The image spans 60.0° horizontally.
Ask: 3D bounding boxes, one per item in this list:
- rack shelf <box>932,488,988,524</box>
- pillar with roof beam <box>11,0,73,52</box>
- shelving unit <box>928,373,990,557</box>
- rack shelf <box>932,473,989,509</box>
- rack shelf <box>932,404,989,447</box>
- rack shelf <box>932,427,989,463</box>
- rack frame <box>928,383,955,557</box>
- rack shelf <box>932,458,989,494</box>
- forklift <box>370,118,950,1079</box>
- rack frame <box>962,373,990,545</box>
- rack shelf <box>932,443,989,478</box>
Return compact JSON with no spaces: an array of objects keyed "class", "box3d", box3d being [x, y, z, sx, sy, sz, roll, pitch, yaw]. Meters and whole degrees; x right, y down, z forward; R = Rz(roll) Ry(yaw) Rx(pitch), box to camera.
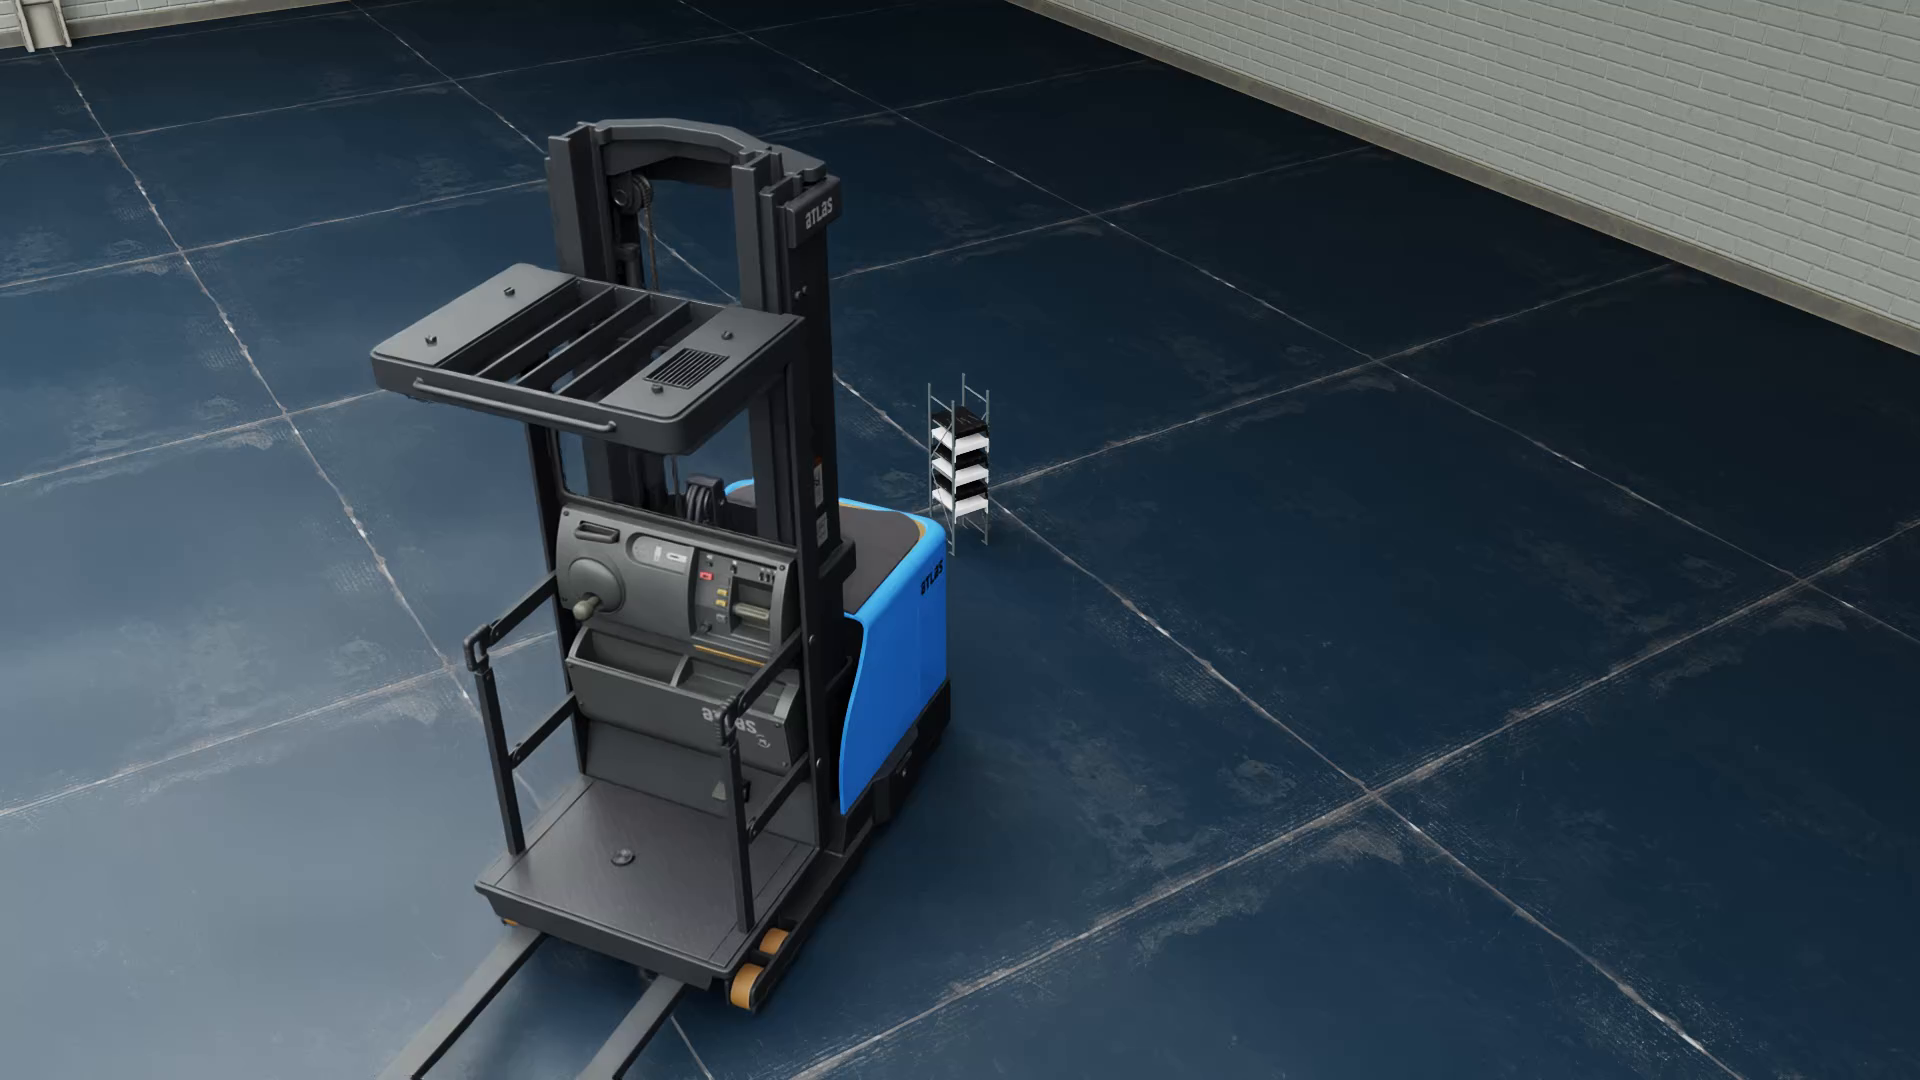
[{"class":"rack shelf","box3d":[-0.007,-0.198,8.620,0.200,0.077,0.258,-19,37,-27]},{"class":"pillar with roof beam","box3d":[-6.745,-6.801,11.097,0.400,9.000,9.100,-19,37,-27]},{"class":"shelving unit","box3d":[-0.007,-0.378,8.506,0.210,0.900,0.258,-19,37,-27]},{"class":"rack shelf","box3d":[-0.007,-0.274,8.572,0.200,0.077,0.258,-19,37,-27]},{"class":"rack shelf","box3d":[-0.007,-0.578,8.380,0.200,0.077,0.258,-19,37,-27]},{"class":"rack shelf","box3d":[-0.007,-0.502,8.428,0.200,0.077,0.258,-19,37,-27]},{"class":"rack frame","box3d":[-0.092,-0.349,8.460,0.006,0.900,0.240,-19,37,-27]},{"class":"rack shelf","box3d":[-0.007,-0.350,8.524,0.200,0.077,0.258,-19,37,-27]},{"class":"forklift","box3d":[-1.101,0.205,5.679,1.130,2.935,3.031,13,35,20]},{"class":"rack frame","box3d":[0.079,-0.408,8.553,0.006,0.900,0.240,-19,37,-27]},{"class":"rack shelf","box3d":[-0.007,-0.426,8.476,0.200,0.077,0.258,-19,37,-27]}]
